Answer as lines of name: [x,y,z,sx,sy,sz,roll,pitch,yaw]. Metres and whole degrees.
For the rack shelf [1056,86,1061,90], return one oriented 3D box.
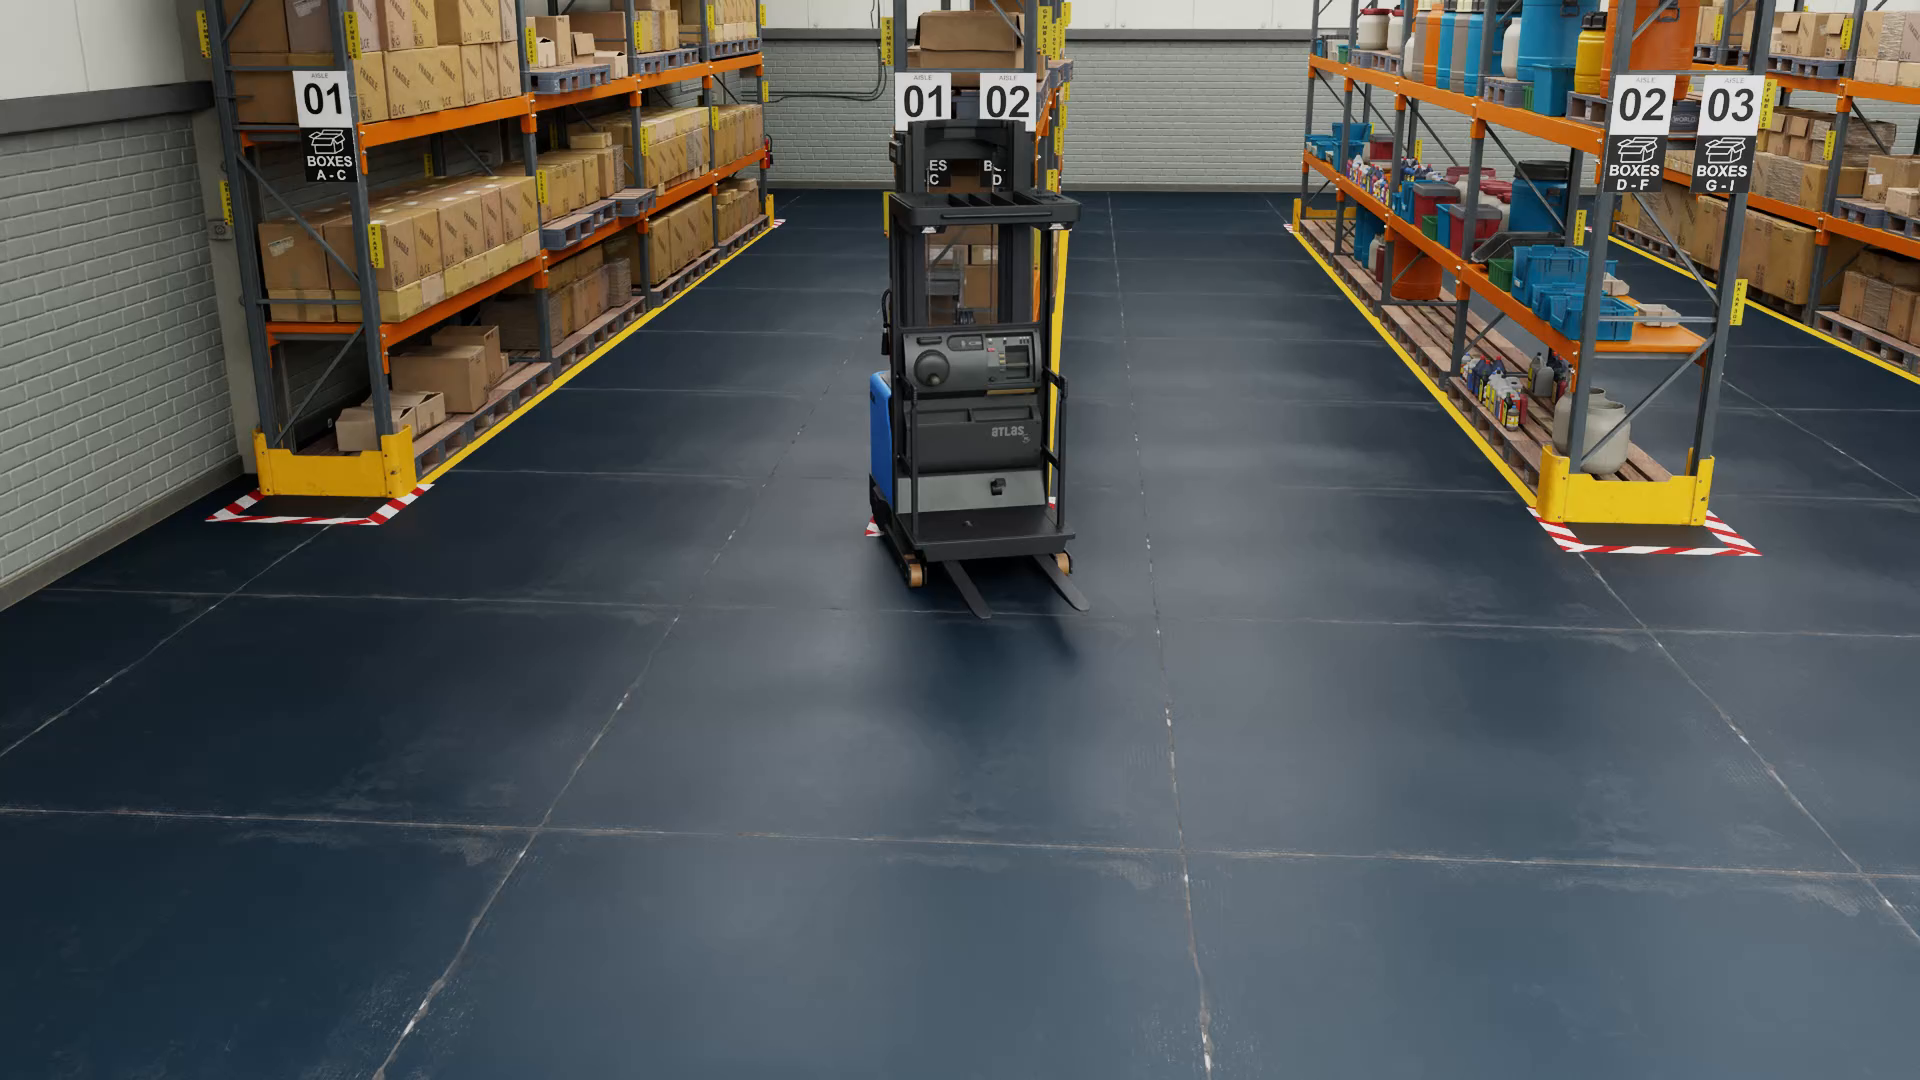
rack shelf: [0.754,-5.875,21.372,1.077,0.370,4.000,1,18,4]

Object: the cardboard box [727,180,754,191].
cardboard box: [-3.553,-5.741,26.924,0.380,0.149,0.250,2,18,5]

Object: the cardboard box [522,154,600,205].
cardboard box: [-4.422,-4.002,18.453,0.700,0.500,0.500,1,18,4]

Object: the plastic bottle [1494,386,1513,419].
plastic bottle: [4.727,-1.189,14.402,0.152,0.276,0.135,1,18,2]

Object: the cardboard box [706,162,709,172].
cardboard box: [-3.786,-5.300,23.653,0.380,0.149,0.250,1,18,4]

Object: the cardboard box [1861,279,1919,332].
cardboard box: [10.436,-2.588,18.311,0.700,0.500,0.500,0,18,-1]

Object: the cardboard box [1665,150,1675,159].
cardboard box: [10.619,-5.722,24.332,0.500,0.250,0.500,2,18,5]

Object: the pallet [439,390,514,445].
pallet: [-4.715,-1.122,15.010,1.003,0.211,1.213,1,18,4]

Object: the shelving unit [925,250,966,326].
shelving unit: [-0.201,-1.065,12.212,0.431,2.100,0.503,-1,11,-6]

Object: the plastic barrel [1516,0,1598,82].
plastic barrel: [5.086,-4.372,14.152,0.600,0.901,0.708,1,18,4]

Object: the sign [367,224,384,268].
sign: [-4.363,-2.194,12.411,0.100,0.325,0.005,1,18,4]

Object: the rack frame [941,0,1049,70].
rack frame: [0.324,-5.778,15.106,1.000,3.000,0.127,1,18,4]

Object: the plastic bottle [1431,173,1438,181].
plastic bottle: [6.023,-4.518,21.101,0.097,0.271,0.097,0,18,0]

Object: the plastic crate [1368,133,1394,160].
plastic crate: [6.152,-5.631,24.092,0.402,0.464,0.583,1,18,4]

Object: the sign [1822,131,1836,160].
sign: [9.937,-4.509,19.007,0.100,0.325,0.005,1,18,4]

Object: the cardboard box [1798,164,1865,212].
cardboard box: [10.279,-4.154,19.622,0.500,0.500,0.500,2,18,6]

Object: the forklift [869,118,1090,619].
forklift: [0.131,-1.203,10.887,1.130,2.935,3.031,-4,19,-12]

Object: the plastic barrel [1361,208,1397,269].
plastic barrel: [5.731,-4.114,22.357,0.600,0.901,0.708,1,18,4]

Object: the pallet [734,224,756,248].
pallet: [-3.827,-4.811,26.266,1.003,0.211,1.213,1,18,4]

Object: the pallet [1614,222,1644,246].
pallet: [11.085,-4.857,26.407,1.003,0.211,1.213,1,18,4]

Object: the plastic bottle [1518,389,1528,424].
plastic bottle: [4.823,-1.147,14.263,0.061,0.283,0.133,1,18,4]

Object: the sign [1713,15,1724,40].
sign: [10.224,-6.910,22.421,0.100,0.325,0.005,1,18,4]

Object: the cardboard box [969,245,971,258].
cardboard box: [-0.108,-2.245,12.755,0.380,0.149,0.250,2,18,5]

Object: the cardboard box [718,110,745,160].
cardboard box: [-3.889,-6.285,25.805,0.980,0.700,0.700,0,18,1]

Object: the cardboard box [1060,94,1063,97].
cardboard box: [1.285,-6.395,24.855,0.500,0.500,0.500,1,18,2]

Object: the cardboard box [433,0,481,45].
cardboard box: [-4.439,-4.500,14.223,0.500,0.500,0.500,1,18,2]

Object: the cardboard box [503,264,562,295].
cardboard box: [-4.553,-2.780,17.694,0.500,0.250,0.500,1,18,3]

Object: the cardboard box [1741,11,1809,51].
cardboard box: [10.746,-6.682,21.846,0.700,0.500,0.500,2,18,5]

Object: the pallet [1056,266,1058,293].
pallet: [0.792,-3.454,22.124,1.003,0.211,1.213,1,18,4]

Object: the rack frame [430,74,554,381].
rack frame: [-4.618,-3.037,16.374,1.000,3.000,0.127,1,18,4]

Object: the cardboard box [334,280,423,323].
cardboard box: [-4.553,-1.877,13.044,0.500,0.250,0.500,1,18,2]

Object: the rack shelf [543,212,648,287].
rack shelf: [-4.474,-3.316,18.382,1.077,0.370,4.000,1,18,4]

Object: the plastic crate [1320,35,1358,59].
plastic crate: [5.741,-7.470,25.186,0.504,0.338,0.767,1,18,4]

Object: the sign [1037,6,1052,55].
sign: [0.590,-3.549,11.590,0.100,0.325,0.005,1,18,4]

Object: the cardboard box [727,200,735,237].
cardboard box: [-3.849,-4.919,25.458,0.700,0.500,0.500,1,18,3]

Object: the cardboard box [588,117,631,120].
cardboard box: [-4.476,-5.301,21.408,0.500,0.250,0.500,1,18,3]

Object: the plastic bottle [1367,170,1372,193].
plastic bottle: [5.259,-4.592,21.306,0.061,0.283,0.133,1,18,4]

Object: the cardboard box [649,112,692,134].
cardboard box: [-3.905,-5.608,22.347,0.500,0.250,0.500,2,18,5]

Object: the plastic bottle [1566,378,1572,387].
plastic bottle: [5.453,-1.314,14.783,0.152,0.276,0.135,2,18,5]

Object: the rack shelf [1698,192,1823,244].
rack shelf: [10.634,-4.227,21.161,1.077,0.370,4.000,1,18,4]

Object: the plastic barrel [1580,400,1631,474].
plastic barrel: [4.948,-0.797,12.859,0.421,0.512,0.421,0,18,0]

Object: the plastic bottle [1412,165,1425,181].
plastic bottle: [5.858,-4.604,21.235,0.144,0.351,0.185,1,18,4]

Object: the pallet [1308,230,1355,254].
pallet: [5.936,-4.584,25.575,1.003,0.211,1.213,1,18,4]

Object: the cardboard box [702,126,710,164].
cardboard box: [-3.826,-5.571,23.437,0.500,0.500,0.500,1,18,3]

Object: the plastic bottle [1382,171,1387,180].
plastic bottle: [5.393,-4.547,21.170,0.061,0.283,0.133,1,18,4]

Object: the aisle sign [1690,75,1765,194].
aisle sign: [5.264,-2.780,11.415,0.394,0.787,0.004,1,18,4]

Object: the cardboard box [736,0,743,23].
cardboard box: [-3.613,-8.171,25.426,0.500,0.500,0.500,0,18,1]

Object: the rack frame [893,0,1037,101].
rack frame: [0.037,-4.536,11.314,1.000,3.000,0.127,1,18,4]

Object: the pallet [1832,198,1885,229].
pallet: [10.546,-3.633,18.500,1.213,0.211,1.003,1,18,4]

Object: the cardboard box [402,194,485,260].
cardboard box: [-4.457,-2.705,14.365,0.500,0.500,0.500,2,18,6]

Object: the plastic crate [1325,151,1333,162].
plastic crate: [5.662,-5.751,24.984,0.293,0.136,0.466,1,18,4]

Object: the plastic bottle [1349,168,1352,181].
plastic bottle: [5.386,-5.024,22.757,0.097,0.201,0.097,0,18,0]

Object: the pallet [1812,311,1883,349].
pallet: [10.433,-2.380,18.847,1.003,0.211,1.213,1,18,4]

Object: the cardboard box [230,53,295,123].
cardboard box: [-5.127,-3.412,12.510,0.500,0.500,0.500,3,18,8]
